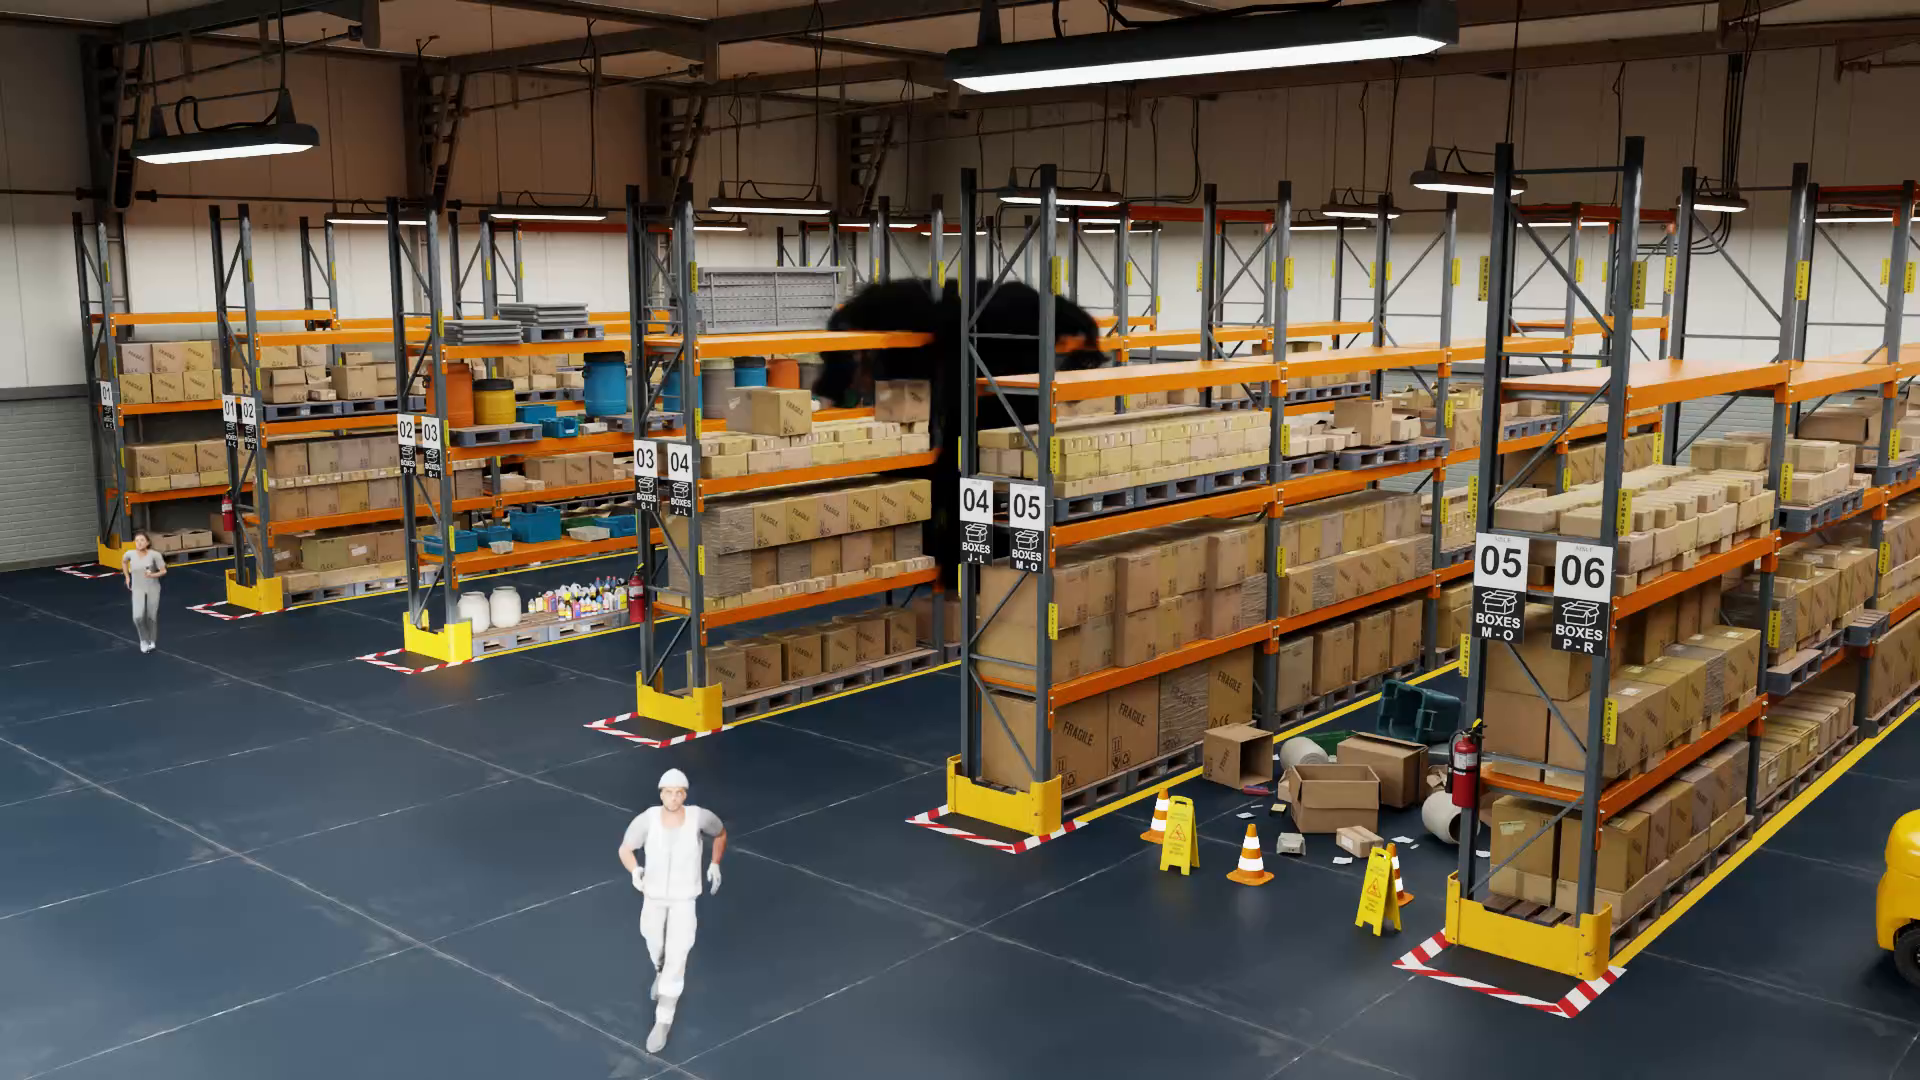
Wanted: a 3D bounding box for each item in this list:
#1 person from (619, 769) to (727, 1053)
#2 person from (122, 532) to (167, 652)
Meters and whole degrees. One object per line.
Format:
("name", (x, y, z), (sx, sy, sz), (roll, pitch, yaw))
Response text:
("person", (-1.962, 2.426, 11.285), (0.697, 1.799, 0.945), (0, 9, 1))
("person", (-10.812, 0.693, 22.067), (0.569, 1.631, 0.711), (-3, 10, -17))
